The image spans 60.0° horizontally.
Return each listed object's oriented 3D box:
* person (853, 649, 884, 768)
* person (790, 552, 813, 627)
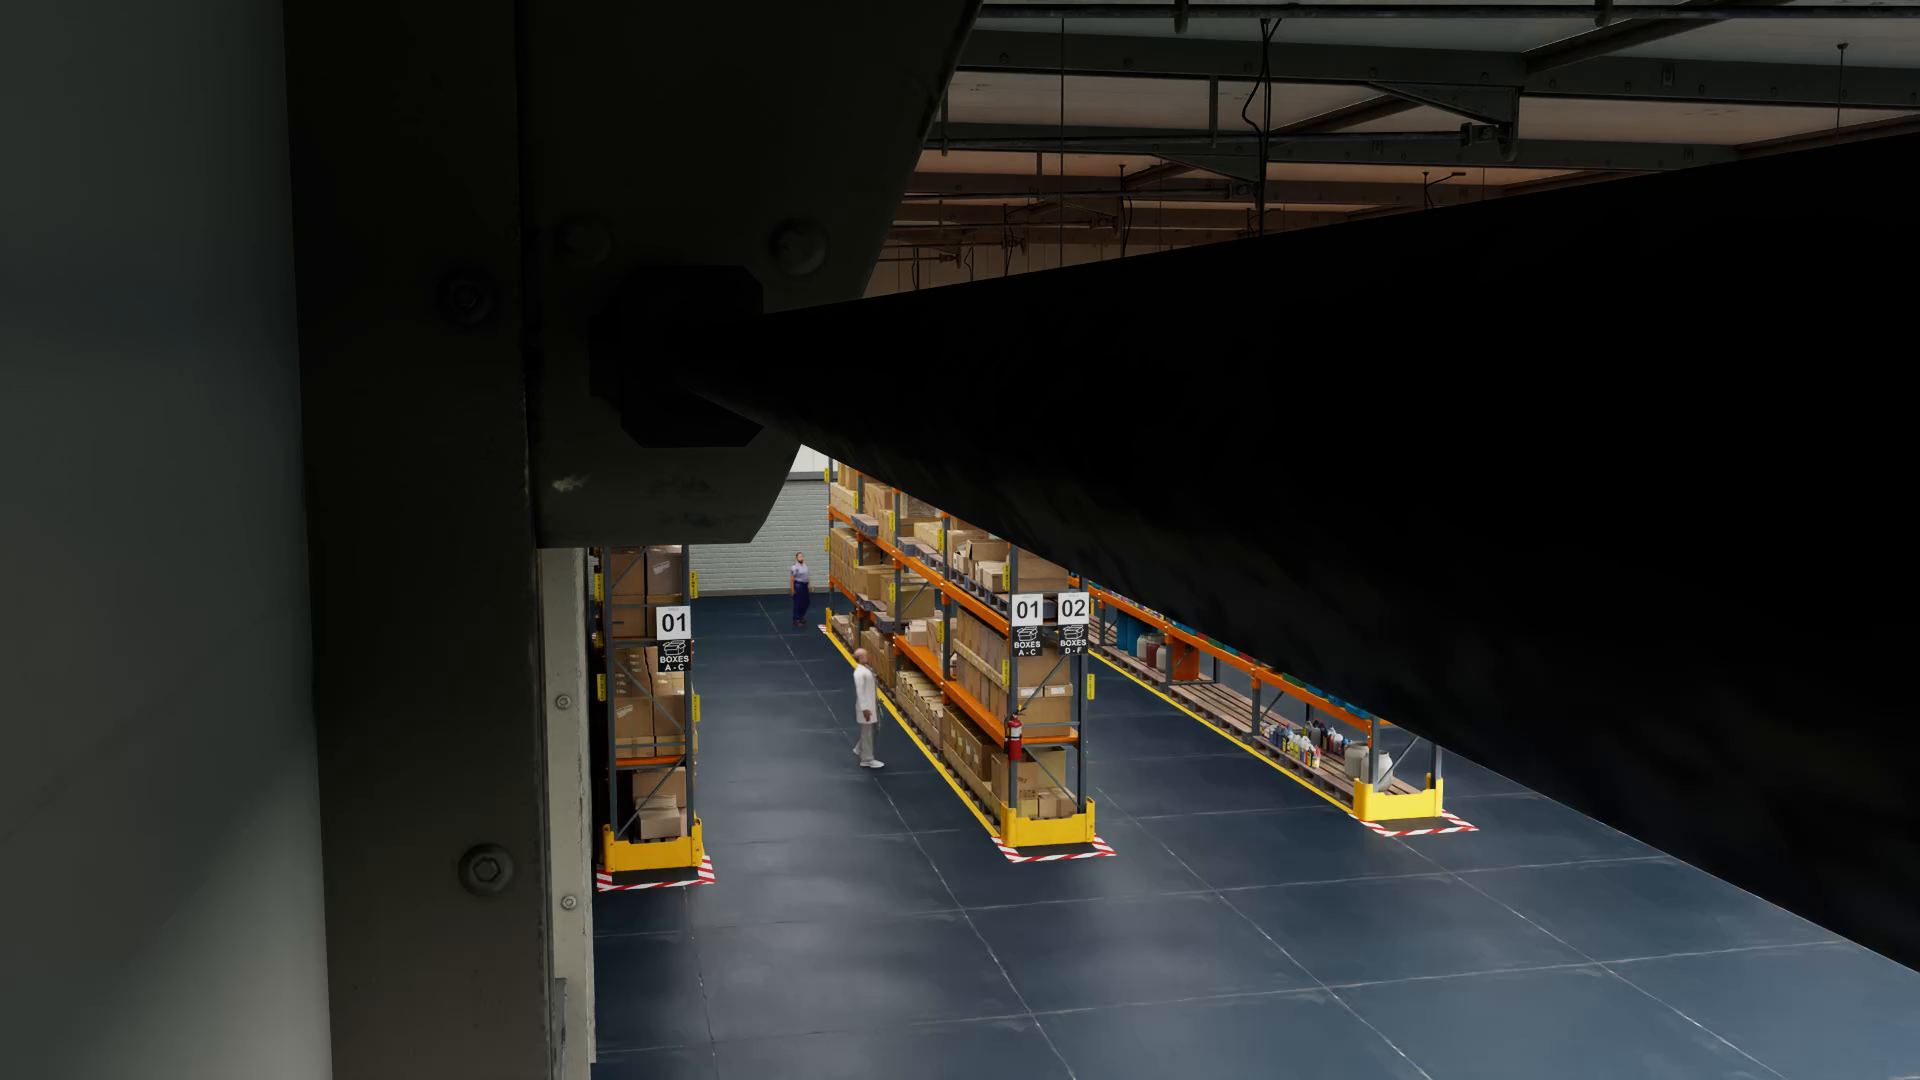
[{"bbox_3d":[-1.387,2.508,24.956,0.577,1.794,0.658,1,7,12],"label":"person"},{"bbox_3d":[-3.555,1.095,37.268,0.363,1.660,0.567,3,7,22],"label":"person"}]
